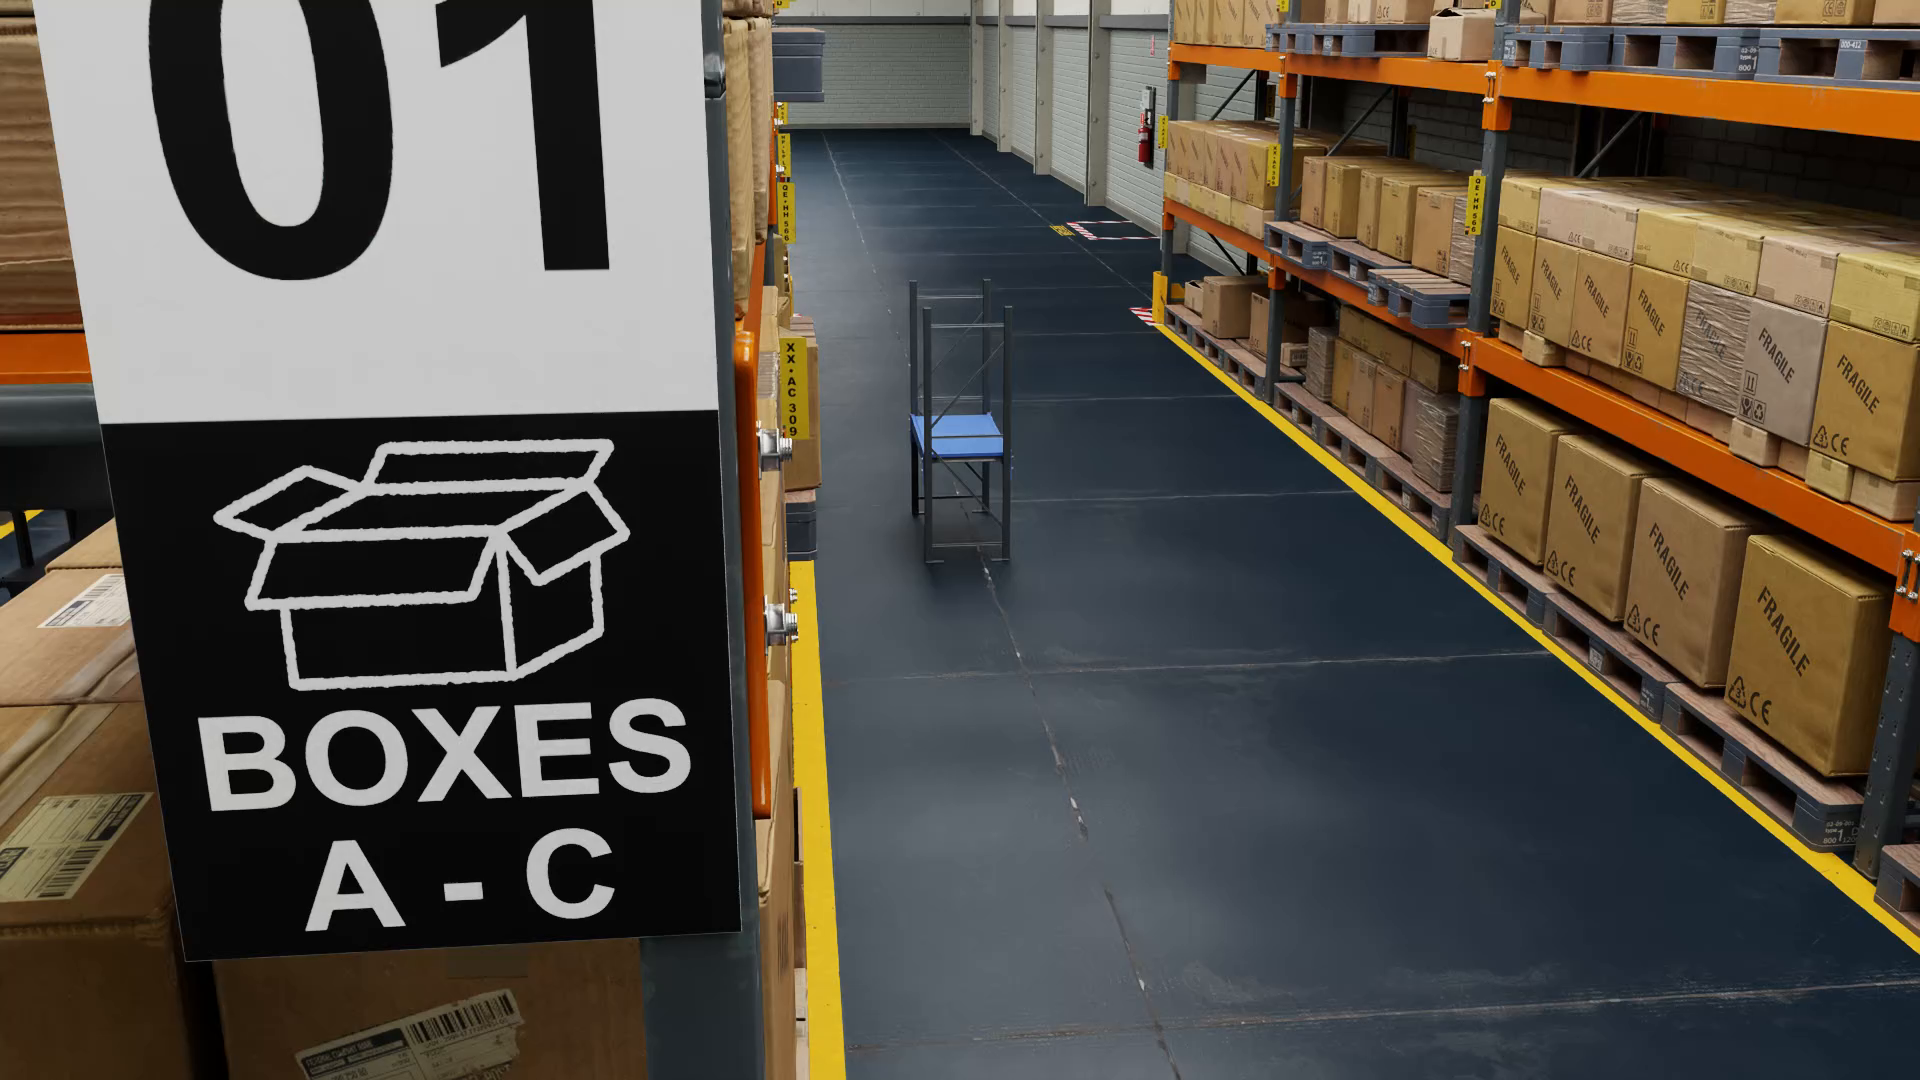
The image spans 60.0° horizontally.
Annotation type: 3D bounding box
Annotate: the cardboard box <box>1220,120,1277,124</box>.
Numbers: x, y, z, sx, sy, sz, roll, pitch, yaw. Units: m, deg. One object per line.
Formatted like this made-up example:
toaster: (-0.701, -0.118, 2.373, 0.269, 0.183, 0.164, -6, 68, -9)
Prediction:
cardboard box: (2.881, -3.935, 16.670, 0.500, 0.500, 0.500, -2, 18, -6)

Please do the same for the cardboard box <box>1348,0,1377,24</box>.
cardboard box: (3.074, -3.822, 11.783, 0.500, 0.311, 0.500, -1, 17, -4)

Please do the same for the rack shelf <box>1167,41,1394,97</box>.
rack shelf: (2.827, -4.266, 14.950, 1.077, 0.370, 4.000, -2, 18, -6)

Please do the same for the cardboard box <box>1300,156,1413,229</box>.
cardboard box: (3.052, -2.687, 12.826, 0.700, 0.500, 0.500, -2, 18, -5)

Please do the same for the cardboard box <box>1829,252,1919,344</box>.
cardboard box: (3.556, -0.887, 6.044, 0.500, 0.250, 0.500, -1, 17, -4)

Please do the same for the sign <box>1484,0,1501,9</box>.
sign: (2.906, -3.052, 9.019, 0.100, 0.325, 0.005, -2, 18, -6)

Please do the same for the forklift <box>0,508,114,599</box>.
forklift: (-4.277, -0.987, 8.429, 1.130, 2.935, 3.031, 1, 17, 3)

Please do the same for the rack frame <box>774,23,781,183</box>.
rack frame: (-2.306, -3.619, 16.698, 1.000, 3.000, 0.127, -2, 18, -6)

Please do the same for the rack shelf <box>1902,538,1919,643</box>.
rack shelf: (4.065, 0.741, 4.011, 1.077, 0.370, 4.000, -2, 18, -6)

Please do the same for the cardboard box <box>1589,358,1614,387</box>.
cardboard box: (3.394, -0.869, 8.324, 0.380, 0.149, 0.250, -1, 17, -4)

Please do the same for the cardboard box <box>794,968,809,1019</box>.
cardboard box: (-0.629, 1.377, 4.808, 0.380, 0.149, 0.250, -2, 18, -6)

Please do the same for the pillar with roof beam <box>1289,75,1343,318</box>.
pillar with roof beam: (-0.729, -6.321, 15.288, 9.100, 9.000, 0.400, -2, 18, -6)

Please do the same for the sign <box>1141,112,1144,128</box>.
sign: (2.763, -6.302, 25.182, 0.001, 0.329, 0.234, -2, 18, -6)

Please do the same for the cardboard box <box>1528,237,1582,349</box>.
cardboard box: (3.286, -1.280, 8.550, 0.500, 0.500, 0.500, -1, 17, -4)

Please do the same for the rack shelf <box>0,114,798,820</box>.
rack shelf: (-0.862, -0.536, 3.071, 1.077, 0.370, 4.000, -2, 18, -6)

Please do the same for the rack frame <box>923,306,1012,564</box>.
rack frame: (0.044, -0.590, 9.551, 0.500, 1.500, 0.032, -2, 18, -6)

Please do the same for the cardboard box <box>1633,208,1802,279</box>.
cardboard box: (3.407, -1.343, 7.498, 0.500, 0.250, 0.500, -2, 18, -7)

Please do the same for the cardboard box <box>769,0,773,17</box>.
cardboard box: (-0.748, -1.506, 4.374, 0.500, 0.250, 0.500, -2, 18, -6)

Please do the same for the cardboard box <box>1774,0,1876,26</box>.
cardboard box: (3.755, -2.317, 6.639, 0.700, 0.500, 0.500, -2, 18, -7)

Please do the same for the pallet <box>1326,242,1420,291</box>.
pallet: (3.201, -1.887, 11.500, 1.003, 0.211, 1.213, -2, 18, -6)

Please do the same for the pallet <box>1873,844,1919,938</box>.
pallet: (3.859, 1.361, 5.489, 1.003, 0.211, 1.213, -2, 18, -6)

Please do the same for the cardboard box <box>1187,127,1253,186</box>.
cardboard box: (2.459, -3.616, 15.653, 0.500, 0.500, 0.500, -2, 18, -7)

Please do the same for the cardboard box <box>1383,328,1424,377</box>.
cardboard box: (3.265, -1.303, 11.506, 0.500, 0.250, 0.500, -2, 18, -6)

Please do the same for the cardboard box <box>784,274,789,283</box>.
cardboard box: (-1.690, -1.971, 14.083, 0.500, 0.500, 0.500, -2, 18, -6)

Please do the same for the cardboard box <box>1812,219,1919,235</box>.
cardboard box: (3.953, -1.205, 7.059, 0.500, 0.250, 0.500, -2, 18, -7)

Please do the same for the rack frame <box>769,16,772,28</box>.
rack frame: (-1.481, -4.098, 8.207, 1.000, 3.000, 0.127, -2, 18, -6)

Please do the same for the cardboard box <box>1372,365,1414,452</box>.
cardboard box: (3.303, -0.925, 11.553, 0.700, 0.500, 0.500, -2, 18, -6)

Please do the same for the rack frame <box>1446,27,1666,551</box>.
rack frame: (3.446, -1.390, 9.597, 1.000, 3.000, 0.127, -2, 18, -6)

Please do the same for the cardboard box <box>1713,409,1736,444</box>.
cardboard box: (3.466, -0.485, 7.099, 0.380, 0.149, 0.250, -2, 18, -6)

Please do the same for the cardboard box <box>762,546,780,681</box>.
cardboard box: (-0.501, 0.327, 2.292, 0.500, 0.500, 0.500, -2, 18, -5)

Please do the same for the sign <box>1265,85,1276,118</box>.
sign: (3.175, -4.488, 17.004, 0.100, 0.325, 0.005, -2, 18, -6)

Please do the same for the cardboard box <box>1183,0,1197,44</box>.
cardboard box: (2.426, -4.993, 15.867, 0.500, 0.500, 0.500, -1, 17, -2)

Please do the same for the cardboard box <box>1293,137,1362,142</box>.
cardboard box: (3.143, -3.178, 14.258, 0.500, 0.500, 0.500, -2, 18, -6)

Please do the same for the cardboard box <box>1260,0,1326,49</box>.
cardboard box: (2.735, -4.214, 13.383, 0.500, 0.500, 0.500, -1, 17, -4)

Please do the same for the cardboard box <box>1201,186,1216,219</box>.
cardboard box: (2.519, -3.099, 15.259, 0.500, 0.250, 0.500, -2, 18, -5)

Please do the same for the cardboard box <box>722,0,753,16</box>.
cardboard box: (-0.450, -0.612, 1.525, 0.500, 0.250, 0.500, -2, 18, -6)

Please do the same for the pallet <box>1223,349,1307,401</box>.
pallet: (2.929, -1.450, 14.445, 1.003, 0.211, 1.213, -2, 18, -6)

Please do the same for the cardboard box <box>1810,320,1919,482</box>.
cardboard box: (3.560, -0.527, 6.152, 0.500, 0.500, 0.500, -2, 18, -7)

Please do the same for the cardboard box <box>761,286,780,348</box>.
cardboard box: (-0.759, -0.426, 4.691, 0.500, 0.500, 0.500, -2, 18, -5)

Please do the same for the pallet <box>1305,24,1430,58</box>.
pallet: (3.101, -3.427, 11.392, 1.213, 0.211, 1.003, -2, 18, -6)

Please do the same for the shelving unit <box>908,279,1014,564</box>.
shelving unit: (-0.009, -0.741, 10.033, 0.538, 1.500, 1.048, -2, 18, -6)

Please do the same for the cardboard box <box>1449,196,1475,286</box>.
cardboard box: (3.387, -1.787, 9.961, 0.700, 0.500, 0.500, -4, 18, -12)

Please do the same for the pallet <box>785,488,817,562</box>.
pallet: (-1.042, -0.194, 6.108, 1.003, 0.211, 1.213, -2, 18, -6)

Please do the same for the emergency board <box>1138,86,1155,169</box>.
emergency board: (2.717, -6.117, 24.653, 0.194, 1.169, 0.643, -2, 18, -6)

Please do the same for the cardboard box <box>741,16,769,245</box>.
cardboard box: (-0.495, -0.522, 2.076, 0.500, 0.250, 0.500, -2, 18, -6)

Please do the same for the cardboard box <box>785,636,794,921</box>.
cardboard box: (-0.597, 0.507, 3.386, 0.500, 0.500, 0.500, -2, 17, -5)

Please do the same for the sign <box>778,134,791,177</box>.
sign: (-1.355, -2.962, 12.803, 0.100, 0.325, 0.005, -2, 18, -6)

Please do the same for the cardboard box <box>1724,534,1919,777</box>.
cardboard box: (3.662, 0.437, 6.664, 0.750, 0.750, 0.750, -2, 17, -5)
